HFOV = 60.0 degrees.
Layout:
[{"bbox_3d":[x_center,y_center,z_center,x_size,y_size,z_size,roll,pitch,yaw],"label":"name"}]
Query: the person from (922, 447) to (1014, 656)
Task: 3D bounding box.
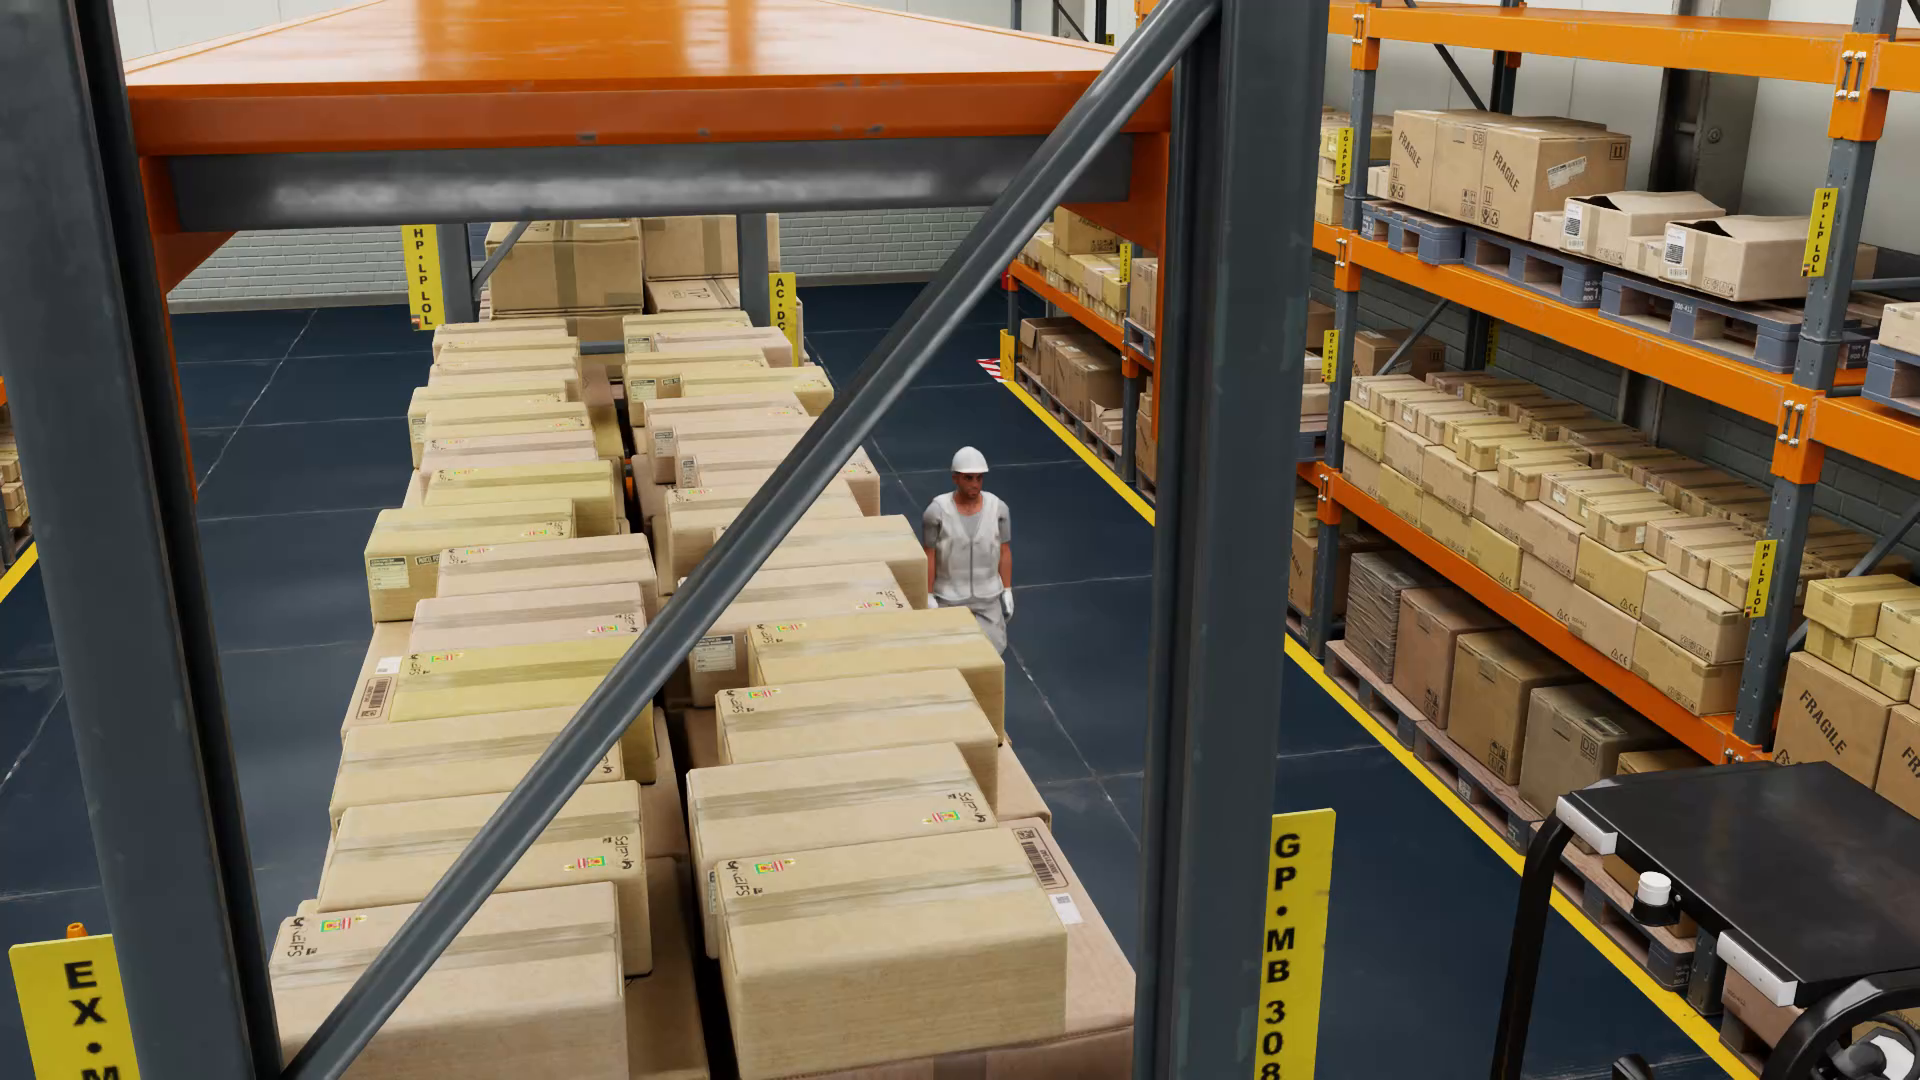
[{"bbox_3d":[0.054,0.353,9.578,0.525,1.819,0.416,-4,20,-11],"label":"person"}]
